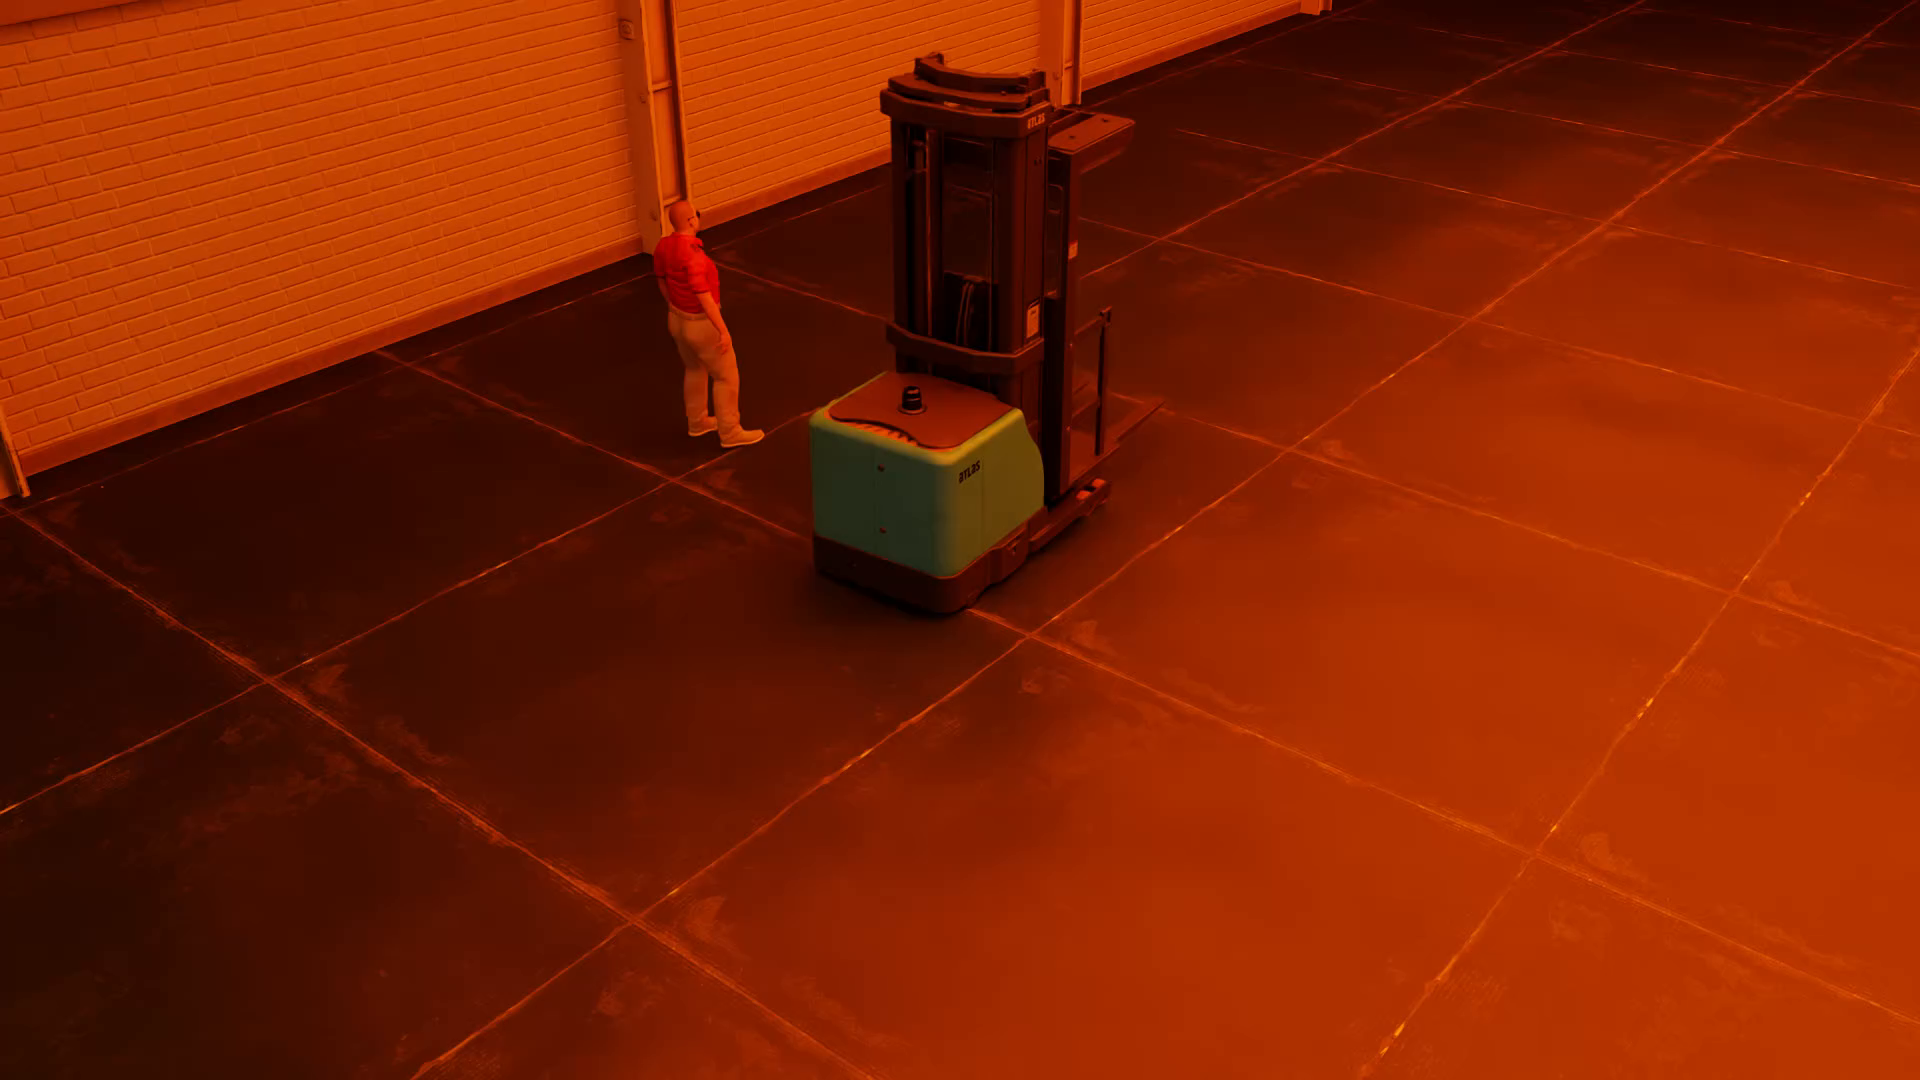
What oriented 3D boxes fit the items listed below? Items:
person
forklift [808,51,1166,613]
[{"bbox_3d":[-1.732,-1.483,11.323,0.480,1.730,0.656,-26,39,-37],"label":"person"},{"bbox_3d":[0.340,-1.539,10.229,1.130,2.935,3.031,19,35,29],"label":"forklift"}]
